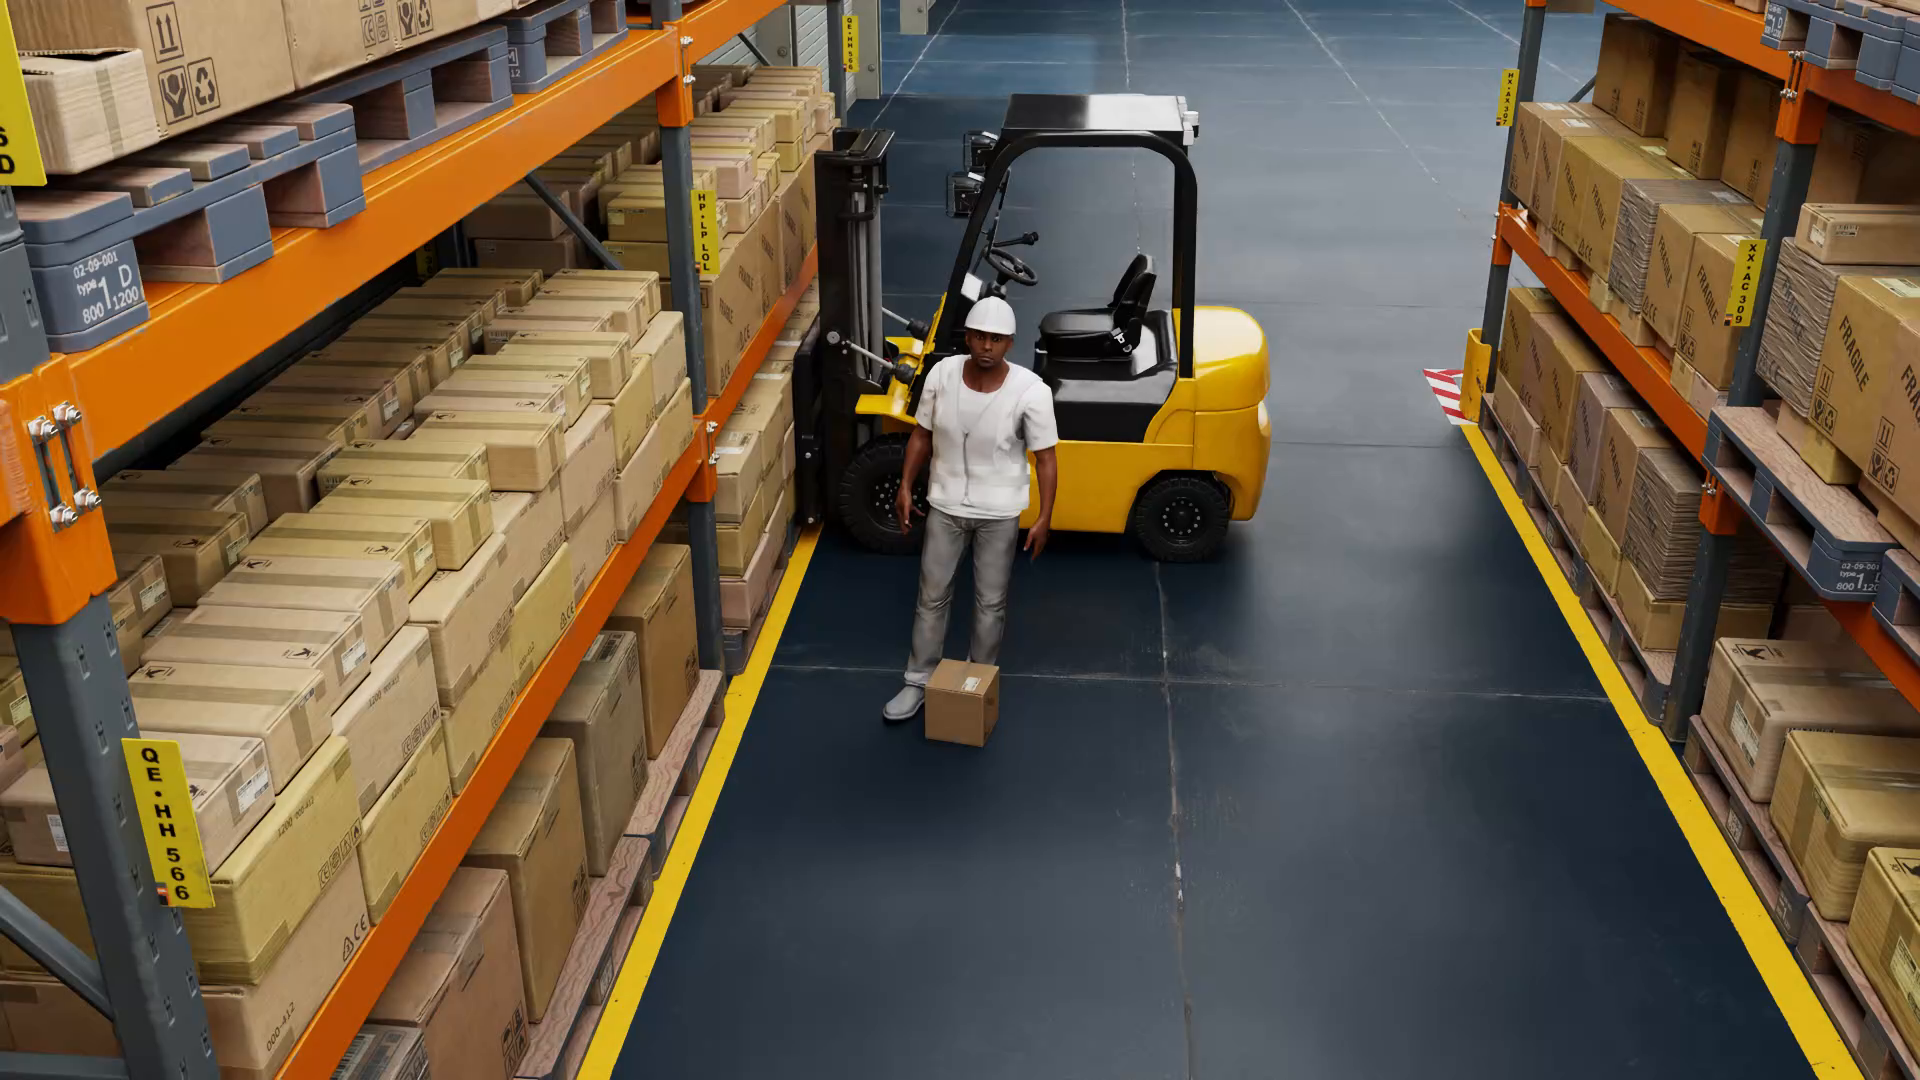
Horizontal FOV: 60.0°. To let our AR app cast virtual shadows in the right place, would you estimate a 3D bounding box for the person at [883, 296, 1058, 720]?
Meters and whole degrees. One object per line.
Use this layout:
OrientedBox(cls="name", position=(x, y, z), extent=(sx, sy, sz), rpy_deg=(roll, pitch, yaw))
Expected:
OrientedBox(cls="person", position=(0.043, -0.104, 6.783), extent=(0.665, 1.768, 0.575), rpy_deg=(8, 25, 16))
